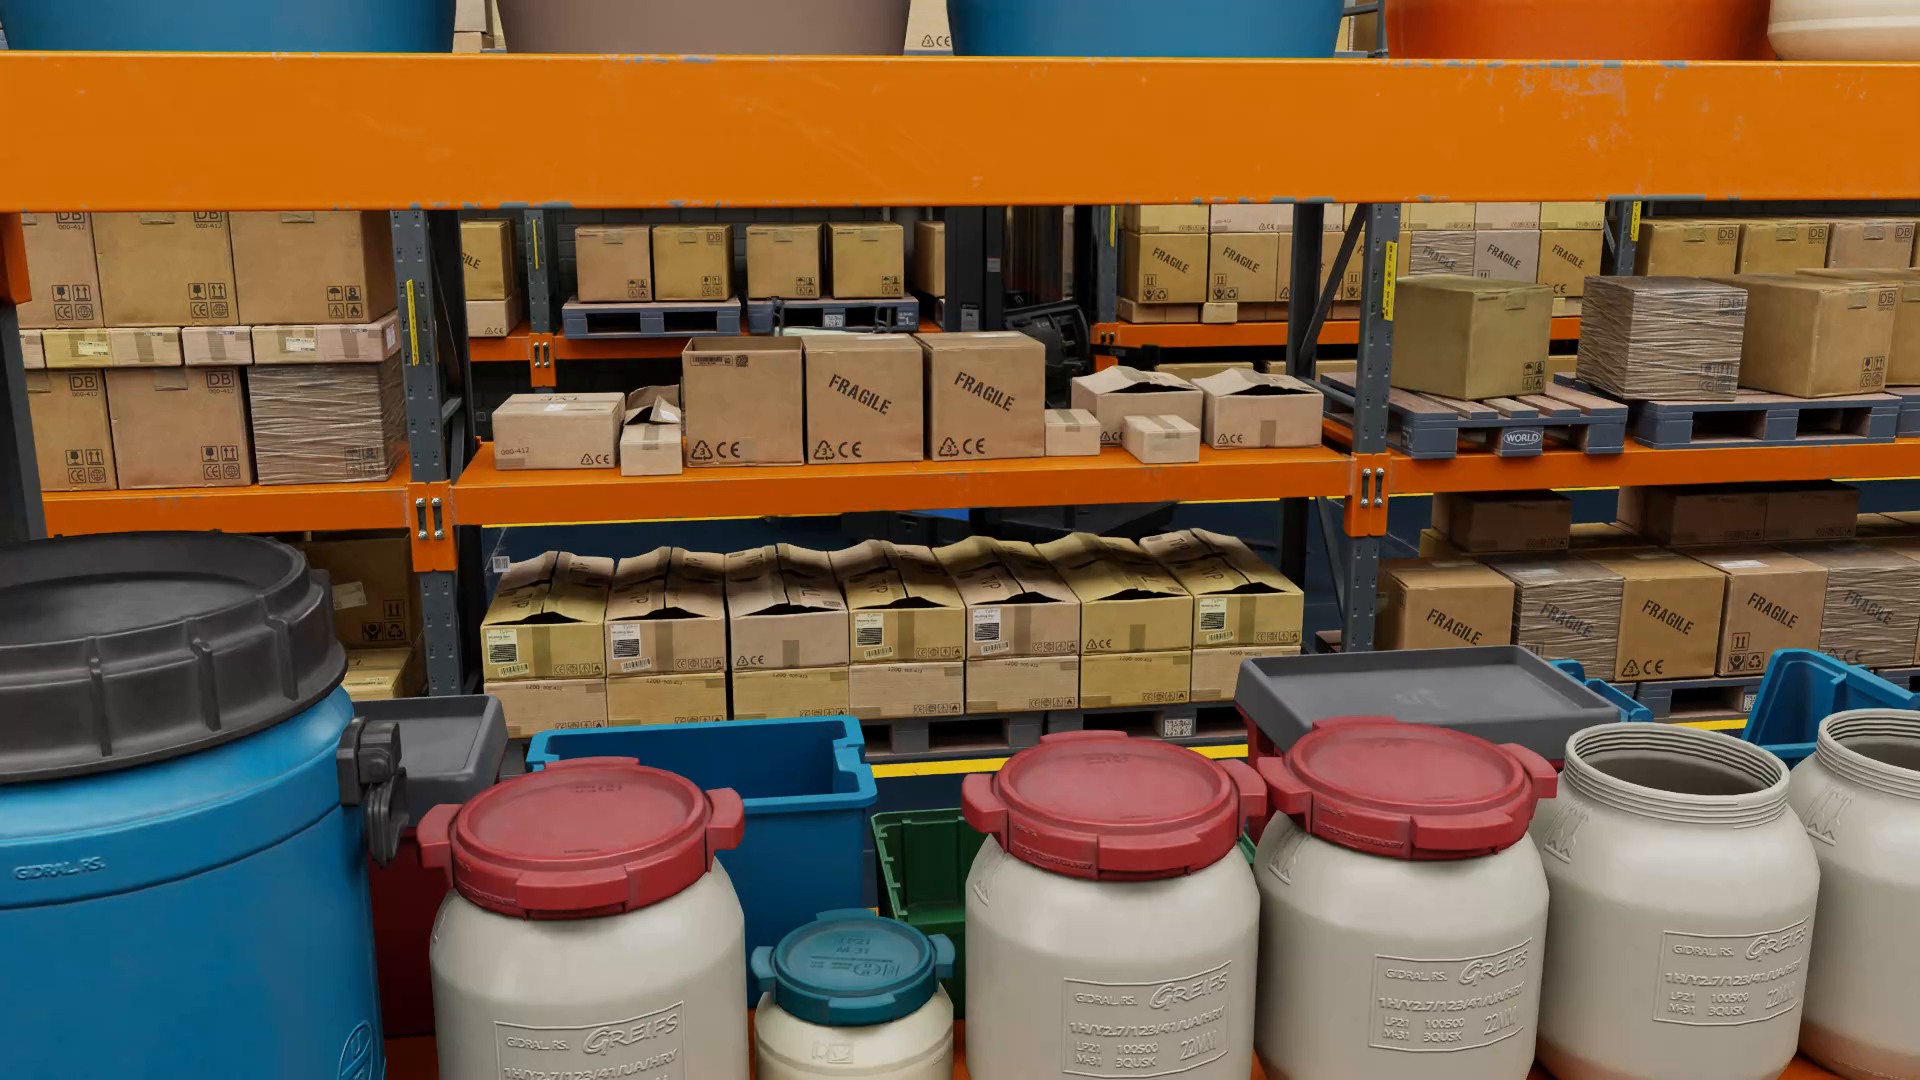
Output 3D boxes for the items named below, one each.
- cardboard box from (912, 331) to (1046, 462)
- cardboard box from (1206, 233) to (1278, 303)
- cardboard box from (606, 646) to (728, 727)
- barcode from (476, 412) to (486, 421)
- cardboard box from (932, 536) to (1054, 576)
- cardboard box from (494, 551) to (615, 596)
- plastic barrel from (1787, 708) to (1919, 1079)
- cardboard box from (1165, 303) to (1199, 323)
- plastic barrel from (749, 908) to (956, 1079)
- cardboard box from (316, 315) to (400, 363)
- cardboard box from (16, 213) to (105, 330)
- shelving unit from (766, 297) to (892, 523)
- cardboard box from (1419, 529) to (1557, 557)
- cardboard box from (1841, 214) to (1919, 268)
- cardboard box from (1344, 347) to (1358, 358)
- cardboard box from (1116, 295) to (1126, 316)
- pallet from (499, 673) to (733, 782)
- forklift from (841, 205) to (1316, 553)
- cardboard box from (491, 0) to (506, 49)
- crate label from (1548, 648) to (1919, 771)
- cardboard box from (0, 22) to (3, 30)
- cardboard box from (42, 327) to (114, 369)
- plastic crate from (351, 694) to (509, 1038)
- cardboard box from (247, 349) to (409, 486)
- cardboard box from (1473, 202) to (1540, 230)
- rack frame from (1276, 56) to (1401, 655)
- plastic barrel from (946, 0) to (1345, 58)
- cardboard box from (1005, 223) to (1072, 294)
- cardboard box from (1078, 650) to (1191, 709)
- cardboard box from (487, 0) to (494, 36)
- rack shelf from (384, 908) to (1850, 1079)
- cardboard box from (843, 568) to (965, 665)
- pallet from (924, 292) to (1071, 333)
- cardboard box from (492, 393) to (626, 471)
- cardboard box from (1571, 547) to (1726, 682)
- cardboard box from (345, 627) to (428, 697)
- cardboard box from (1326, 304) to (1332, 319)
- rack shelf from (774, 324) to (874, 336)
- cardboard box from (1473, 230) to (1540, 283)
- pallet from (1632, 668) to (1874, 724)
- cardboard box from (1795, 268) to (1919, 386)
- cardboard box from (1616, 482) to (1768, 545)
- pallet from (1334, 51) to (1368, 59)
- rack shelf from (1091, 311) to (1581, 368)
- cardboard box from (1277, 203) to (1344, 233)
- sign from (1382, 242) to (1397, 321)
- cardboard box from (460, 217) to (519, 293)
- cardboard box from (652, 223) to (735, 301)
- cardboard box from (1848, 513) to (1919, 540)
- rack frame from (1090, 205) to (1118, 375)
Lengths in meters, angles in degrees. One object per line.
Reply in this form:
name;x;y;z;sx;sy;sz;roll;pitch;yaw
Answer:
cardboard box;0.077;-0.652;7.450;0.500;0.500;0.500;-3;14;-11
cardboard box;2.030;-2.035;12.311;0.500;0.500;0.500;-2;14;-6
cardboard box;-1.280;0.634;7.318;0.500;0.250;0.500;-2;14;-7
barcode;-3.532;-0.909;12.256;0.075;0.075;0.001;-2;14;-8
cardboard box;0.150;0.177;7.985;0.500;0.311;0.500;-2;14;-10
cardboard box;-1.863;0.251;7.690;0.500;0.311;0.500;-2;14;-8
plastic barrel;1.483;0.558;2.601;0.421;0.512;0.421;0;14;0
cardboard box;1.603;-1.711;12.352;0.250;0.149;0.380;-2;14;-8
plastic barrel;-0.155;0.724;2.451;0.301;0.262;0.301;0;14;0
cardboard box;-2.458;-0.825;6.806;0.250;0.149;0.380;-2;14;-8
cardboard box;-3.654;-1.147;6.756;0.500;0.500;0.700;-2;14;-8
shelving unit;-0.939;-0.882;11.481;0.755;1.500;0.431;2;11;-16
cardboard box;2.624;0.241;8.331;0.500;0.500;0.500;-2;14;-6
cardboard box;7.683;-2.245;13.391;0.700;0.700;0.980;-2;14;-9
cardboard box;3.446;-1.078;12.909;0.750;0.750;0.750;-2;14;-7
cardboard box;1.276;-1.821;12.791;0.250;0.149;0.380;-2;14;-7
pallet;-1.498;0.793;7.625;1.213;0.211;1.003;-2;14;-8
forklift;0.717;-1.282;10.308;3.031;2.935;1.130;9;17;33
cardboard box;-1.610;-2.129;6.824;0.500;0.250;0.500;-1;14;-2
crate label;1.446;0.477;3.080;0.616;0.435;0.502;-2;14;-8
cardboard box;-3.868;-2.271;6.579;0.637;0.503;0.797;-1;14;-2
cardboard box;-3.465;-0.789;6.661;0.250;0.149;0.380;-2;14;-9
plastic crate;-1.054;0.546;2.746;0.583;0.464;0.402;-2;14;-8
cardboard box;-2.659;-0.554;7.059;0.500;0.500;0.700;-2;14;-10
cardboard box;4.017;-2.476;12.529;0.500;0.250;0.500;-2;14;-7
rack frame;1.734;-0.668;7.720;0.127;3.000;1.000;-2;14;-8
plastic barrel;0.277;-1.148;2.435;0.708;0.901;0.600;-2;14;-8
cardboard box;0.529;-2.102;12.327;0.500;0.500;0.700;-4;15;-15
cardboard box;0.741;0.559;7.615;0.500;0.250;0.500;-2;14;-9
cardboard box;-3.490;-3.764;11.595;0.500;0.500;0.500;-2;14;-7
rack shelf;0.491;0.945;2.767;4.000;0.370;1.077;-2;14;-8
cardboard box;-0.255;0.324;7.401;0.500;0.311;0.500;-2;14;-7
pallet;0.304;-1.715;12.289;1.003;0.211;1.213;-2;14;-8
cardboard box;-1.741;-0.479;7.273;0.500;0.250;0.500;-1;14;-5
cardboard box;3.241;0.346;7.911;0.500;0.500;0.500;-2;14;-9
cardboard box;-2.725;0.551;7.649;0.500;0.250;0.500;-2;14;-8
cardboard box;2.621;-1.757;12.537;0.250;0.149;0.380;-2;14;-7
rack shelf;-0.906;-1.264;11.409;0.720;0.370;0.431;2;11;-16
cardboard box;4.026;-2.109;12.606;0.500;0.500;0.500;-2;14;-8
pallet;3.682;0.623;8.304;1.213;0.211;1.003;-2;14;-8
cardboard box;4.517;-1.062;8.220;0.500;0.500;0.700;0;14;1
cardboard box;3.690;-0.164;8.403;0.500;0.250;0.500;-2;14;-9
pallet;1.077;-1.985;7.194;1.003;0.211;1.213;-1;14;-6
rack shelf;2.970;-1.583;12.847;4.000;0.370;1.077;-2;14;-8
cardboard box;2.505;-2.419;12.301;0.500;0.250;0.500;-2;14;-8
sign;1.820;-1.096;7.047;0.005;0.325;0.100;-2;14;-8
cardboard box;-3.459;-2.049;11.950;0.500;0.500;0.500;-2;14;-10
cardboard box;-1.901;-2.005;11.942;0.500;0.500;0.700;-1;14;-3
cardboard box;4.649;0.167;8.624;0.500;0.500;0.500;-2;14;-7
rack frame;0.993;-1.860;12.471;0.127;3.000;1.000;-2;14;-8
